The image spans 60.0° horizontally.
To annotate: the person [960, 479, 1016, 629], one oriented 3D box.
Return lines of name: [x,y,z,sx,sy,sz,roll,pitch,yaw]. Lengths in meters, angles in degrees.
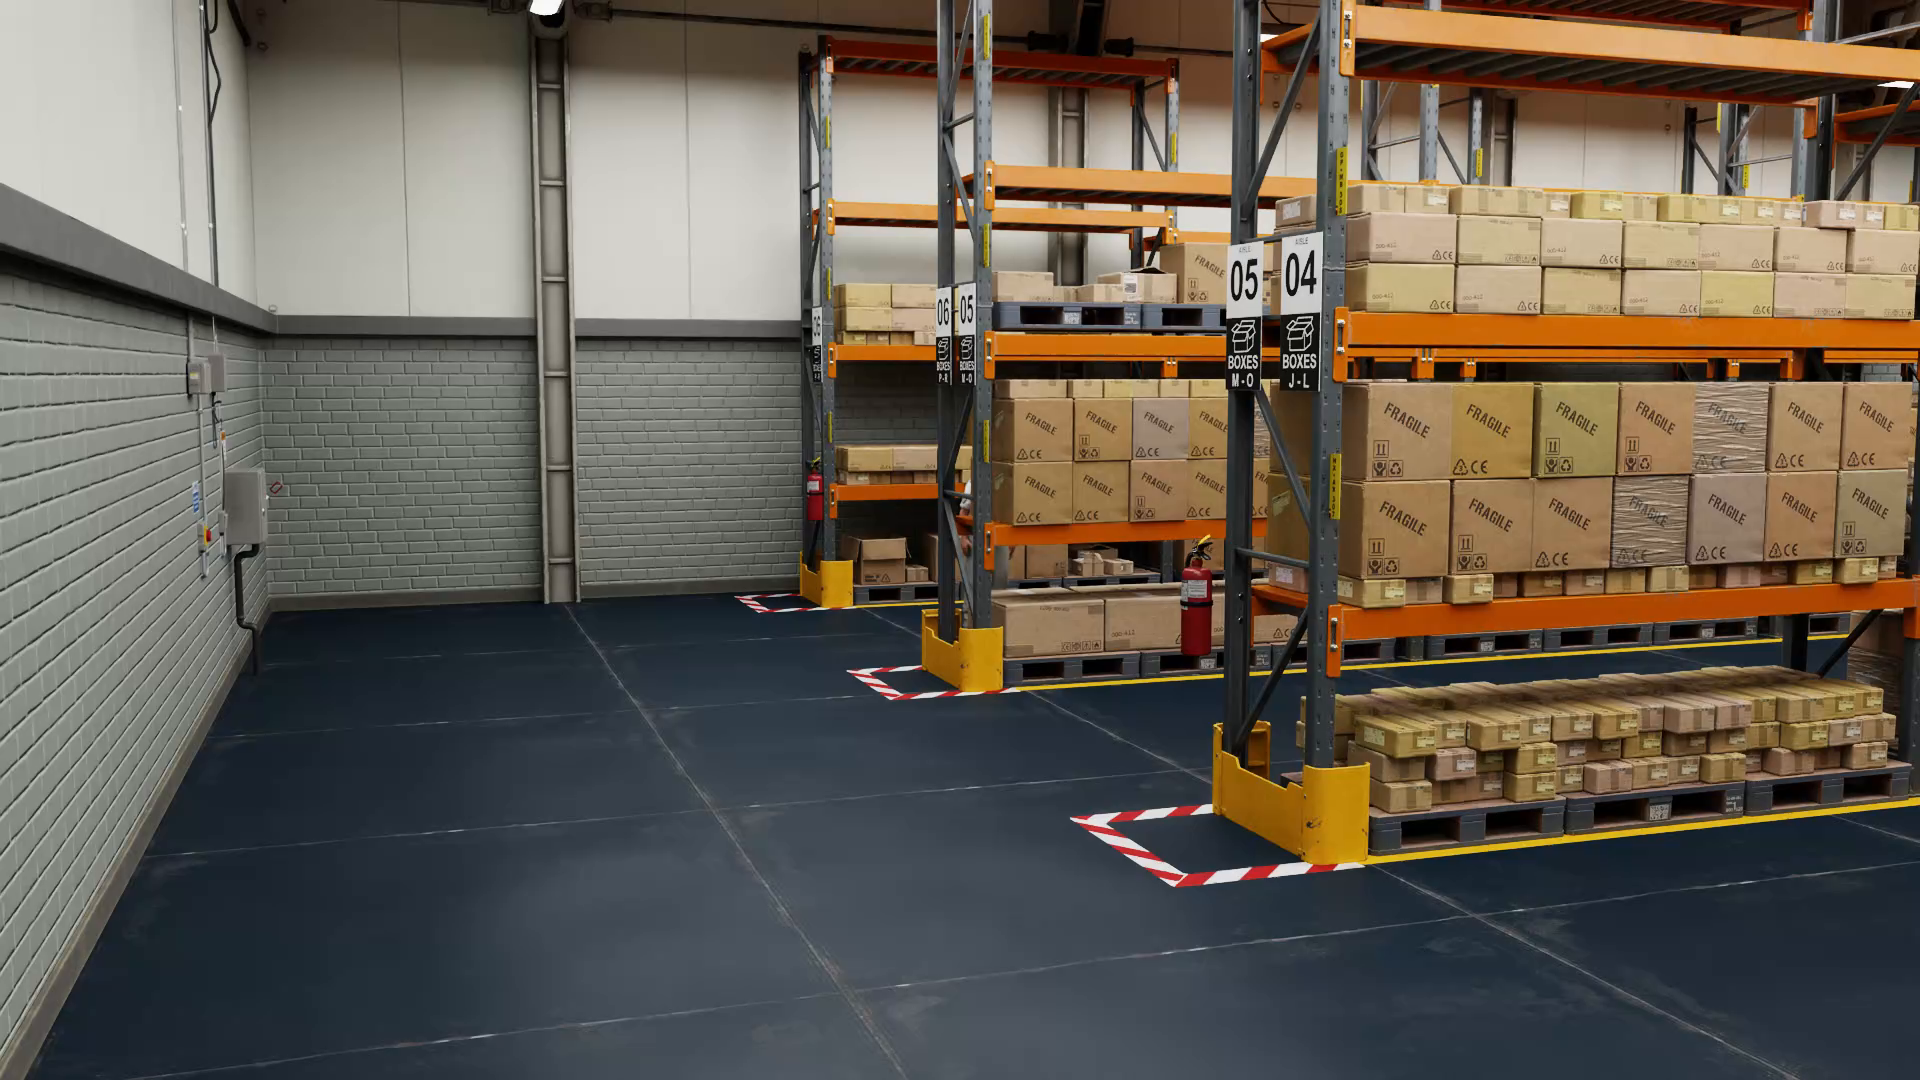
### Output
person: [0.277,-0.002,16.310,0.593,1.746,0.480,-2,6,-22]
